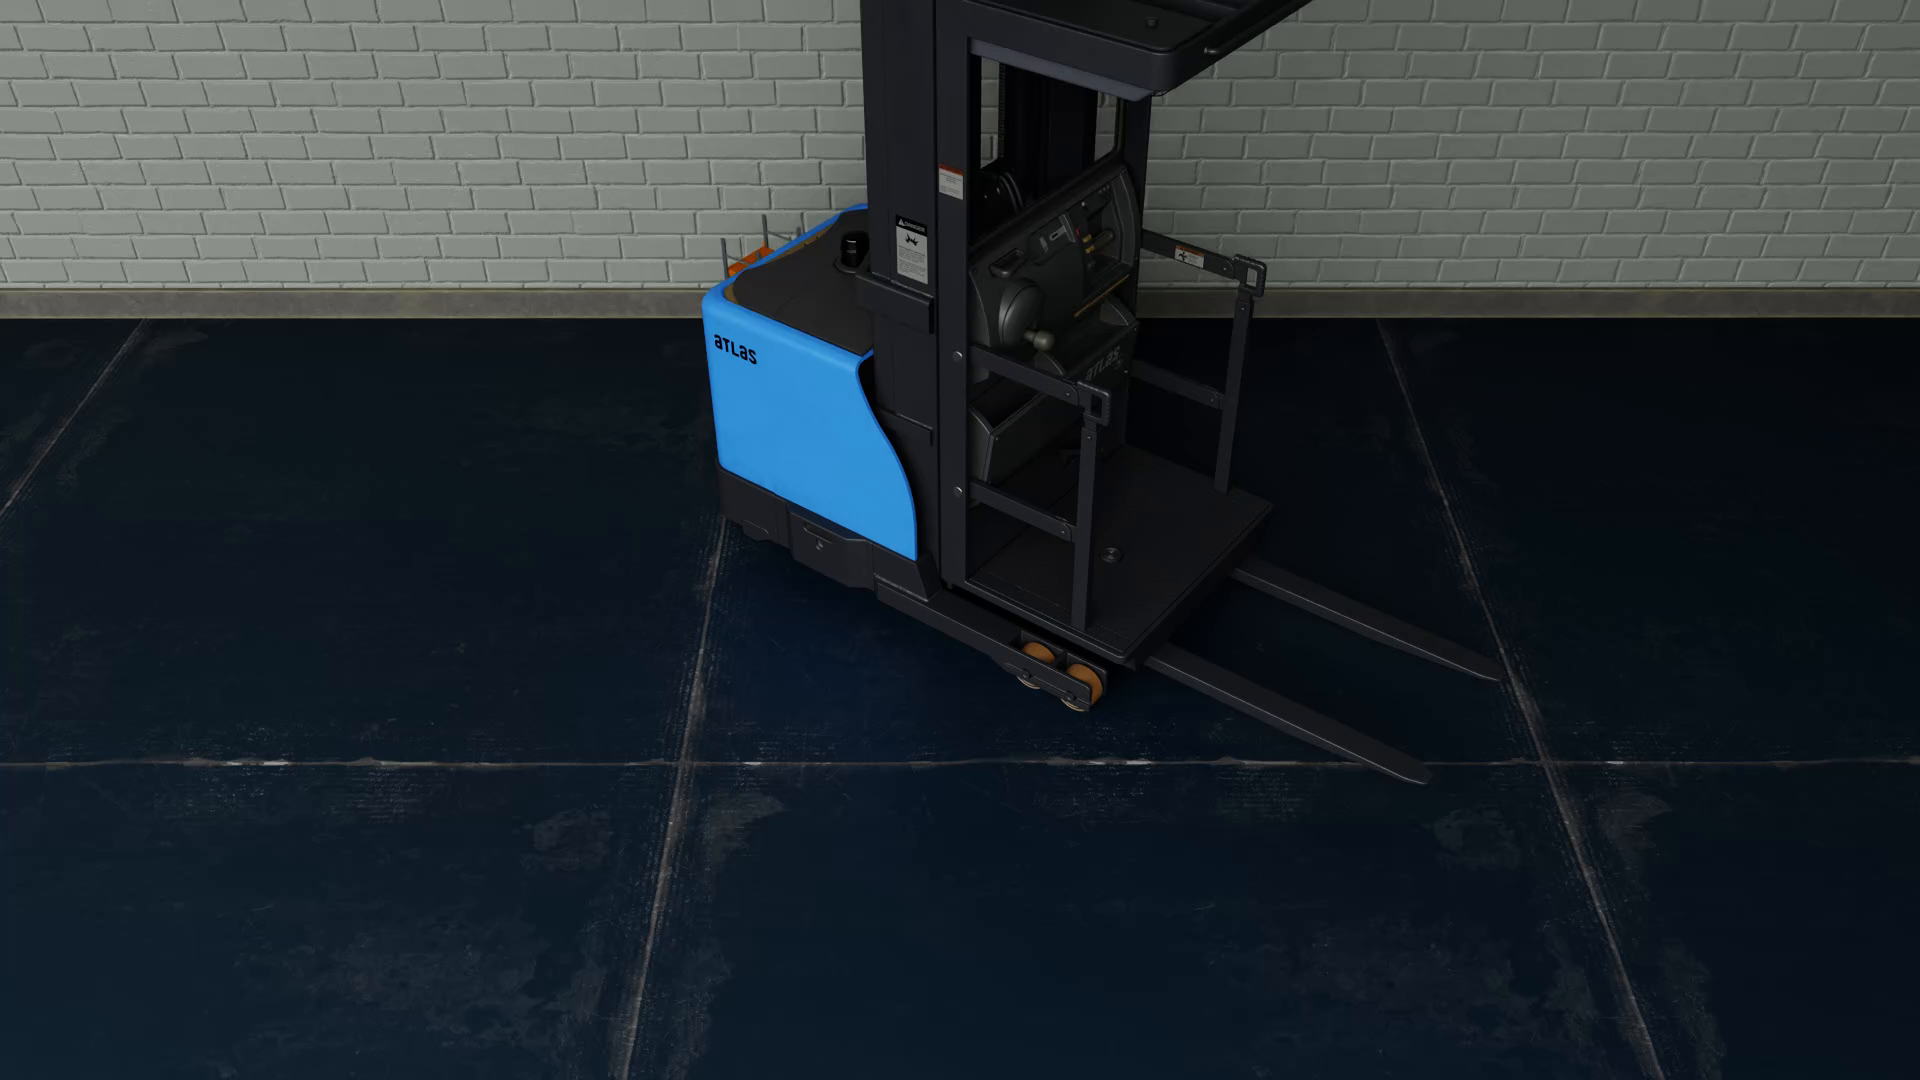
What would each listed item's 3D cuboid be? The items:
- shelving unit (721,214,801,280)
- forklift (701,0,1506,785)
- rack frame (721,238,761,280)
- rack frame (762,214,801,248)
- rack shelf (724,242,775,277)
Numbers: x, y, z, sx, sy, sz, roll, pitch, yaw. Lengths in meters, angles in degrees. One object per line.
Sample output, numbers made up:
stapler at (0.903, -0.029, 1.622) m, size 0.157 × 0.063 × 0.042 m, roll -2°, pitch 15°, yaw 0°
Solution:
shelving unit at (-0.789, -0.806, 6.916) m, size 0.215 × 1.050 × 0.252 m, roll 24°, pitch 45°, yaw 27°
forklift at (0.502, -0.909, 5.540) m, size 3.031 × 2.935 × 1.130 m, roll 25°, pitch 45°, yaw 28°
rack frame at (-0.860, -0.744, 6.839) m, size 0.200 × 1.050 × 0.008 m, roll 24°, pitch 45°, yaw 27°
rack frame at (-0.717, -0.868, 6.993) m, size 0.200 × 1.050 × 0.008 m, roll 24°, pitch 45°, yaw 27°
rack shelf at (-0.789, -1.019, 6.745) m, size 0.215 × 0.259 × 0.240 m, roll 24°, pitch 45°, yaw 27°
